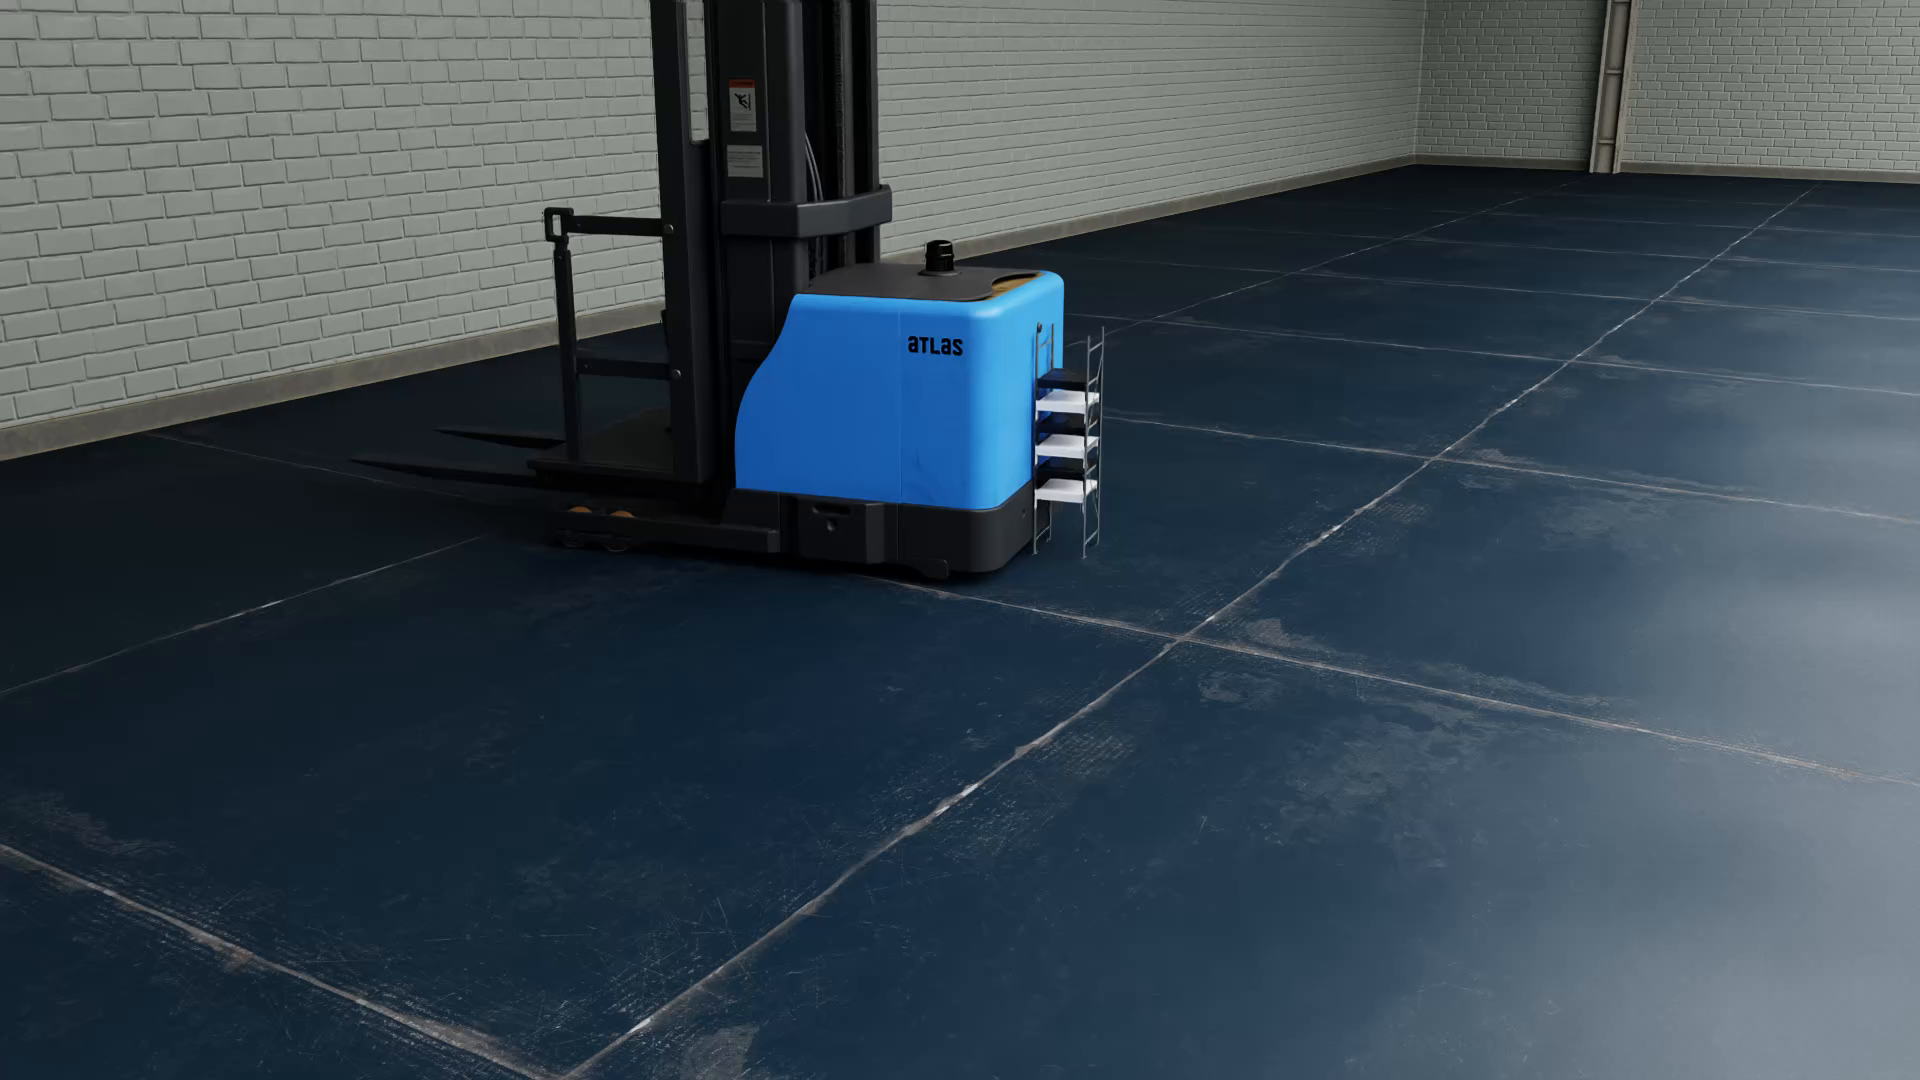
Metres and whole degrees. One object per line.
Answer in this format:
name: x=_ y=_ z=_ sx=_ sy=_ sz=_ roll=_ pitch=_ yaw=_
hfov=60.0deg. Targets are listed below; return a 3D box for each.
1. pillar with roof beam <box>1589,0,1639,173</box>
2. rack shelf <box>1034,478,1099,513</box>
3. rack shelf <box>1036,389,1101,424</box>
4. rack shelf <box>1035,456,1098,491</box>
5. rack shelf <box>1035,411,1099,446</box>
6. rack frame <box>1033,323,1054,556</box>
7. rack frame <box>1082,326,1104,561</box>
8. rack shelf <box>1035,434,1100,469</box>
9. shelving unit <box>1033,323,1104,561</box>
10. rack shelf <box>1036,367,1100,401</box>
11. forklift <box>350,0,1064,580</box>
pillar with roof beam: x=7.568 y=-8.847 z=20.524 sx=0.400 sy=9.000 sz=9.100 roll=10 pitch=20 yaw=30
rack shelf: x=0.431 y=-0.186 z=6.681 sx=0.200 sy=0.077 sz=0.258 roll=6 pitch=18 yaw=18
rack shelf: x=0.431 y=-0.531 z=6.576 sx=0.200 sy=0.077 sz=0.258 roll=6 pitch=18 yaw=18
rack shelf: x=0.431 y=-0.273 z=6.654 sx=0.200 sy=0.077 sz=0.258 roll=6 pitch=18 yaw=18
rack shelf: x=0.431 y=-0.445 z=6.602 sx=0.200 sy=0.077 sz=0.258 roll=6 pitch=18 yaw=18
rack frame: x=0.335 y=-0.400 z=6.650 sx=0.006 sy=0.900 sz=0.240 roll=6 pitch=18 yaw=18
rack frame: x=0.527 y=-0.381 z=6.587 sx=0.006 sy=0.900 sz=0.240 roll=6 pitch=18 yaw=18
rack shelf: x=0.431 y=-0.359 z=6.628 sx=0.200 sy=0.077 sz=0.258 roll=6 pitch=18 yaw=18
shelving unit: x=0.431 y=-0.391 z=6.619 sx=0.210 sy=0.900 sz=0.258 roll=6 pitch=18 yaw=18
rack shelf: x=0.431 y=-0.617 z=6.550 sx=0.200 sy=0.077 sz=0.258 roll=6 pitch=18 yaw=18
forklift: x=-1.135 y=-1.490 z=6.744 sx=3.031 sy=2.935 sz=1.130 roll=6 pitch=18 yaw=18
